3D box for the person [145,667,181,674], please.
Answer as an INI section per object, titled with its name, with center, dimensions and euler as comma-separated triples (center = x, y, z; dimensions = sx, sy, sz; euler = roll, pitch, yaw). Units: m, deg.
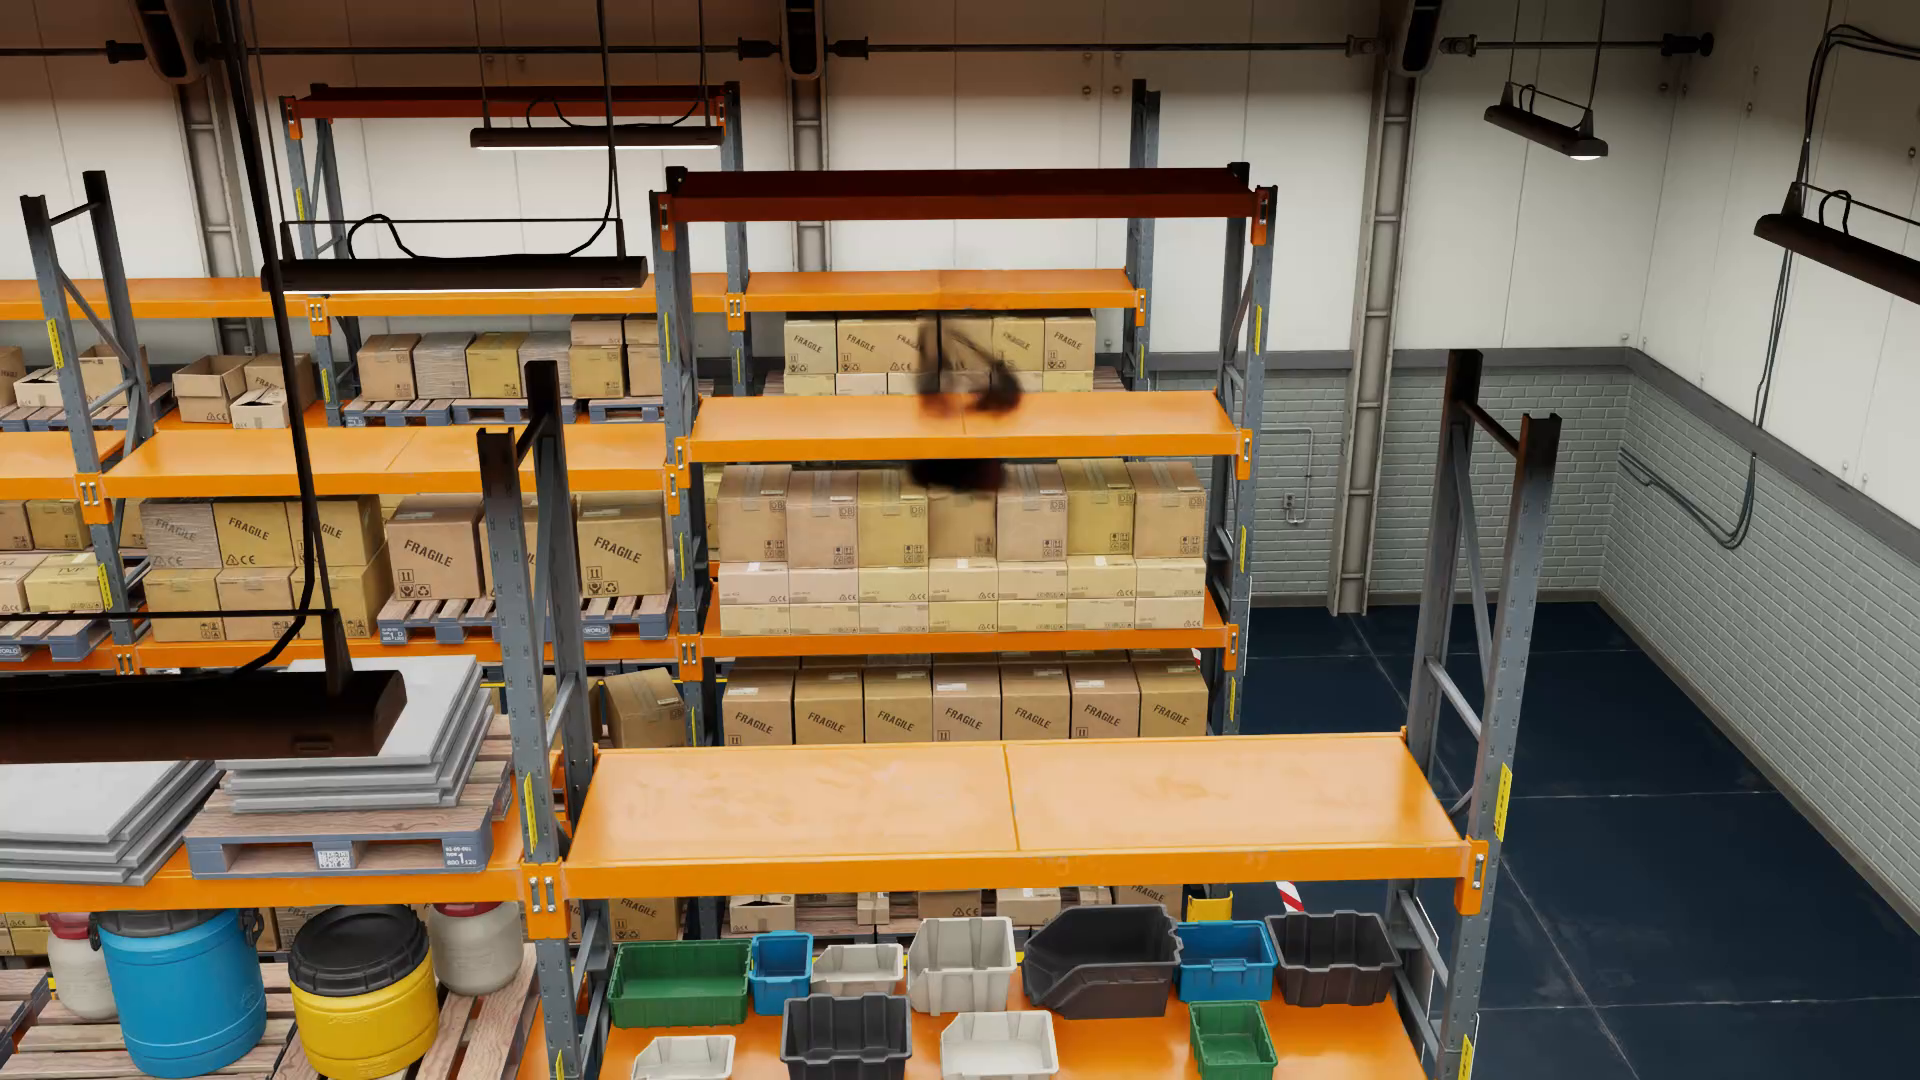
[person]
center = -6.906, 1.725, 14.925
dimensions = 0.858, 1.491, 0.636
euler = -8, 24, -20
